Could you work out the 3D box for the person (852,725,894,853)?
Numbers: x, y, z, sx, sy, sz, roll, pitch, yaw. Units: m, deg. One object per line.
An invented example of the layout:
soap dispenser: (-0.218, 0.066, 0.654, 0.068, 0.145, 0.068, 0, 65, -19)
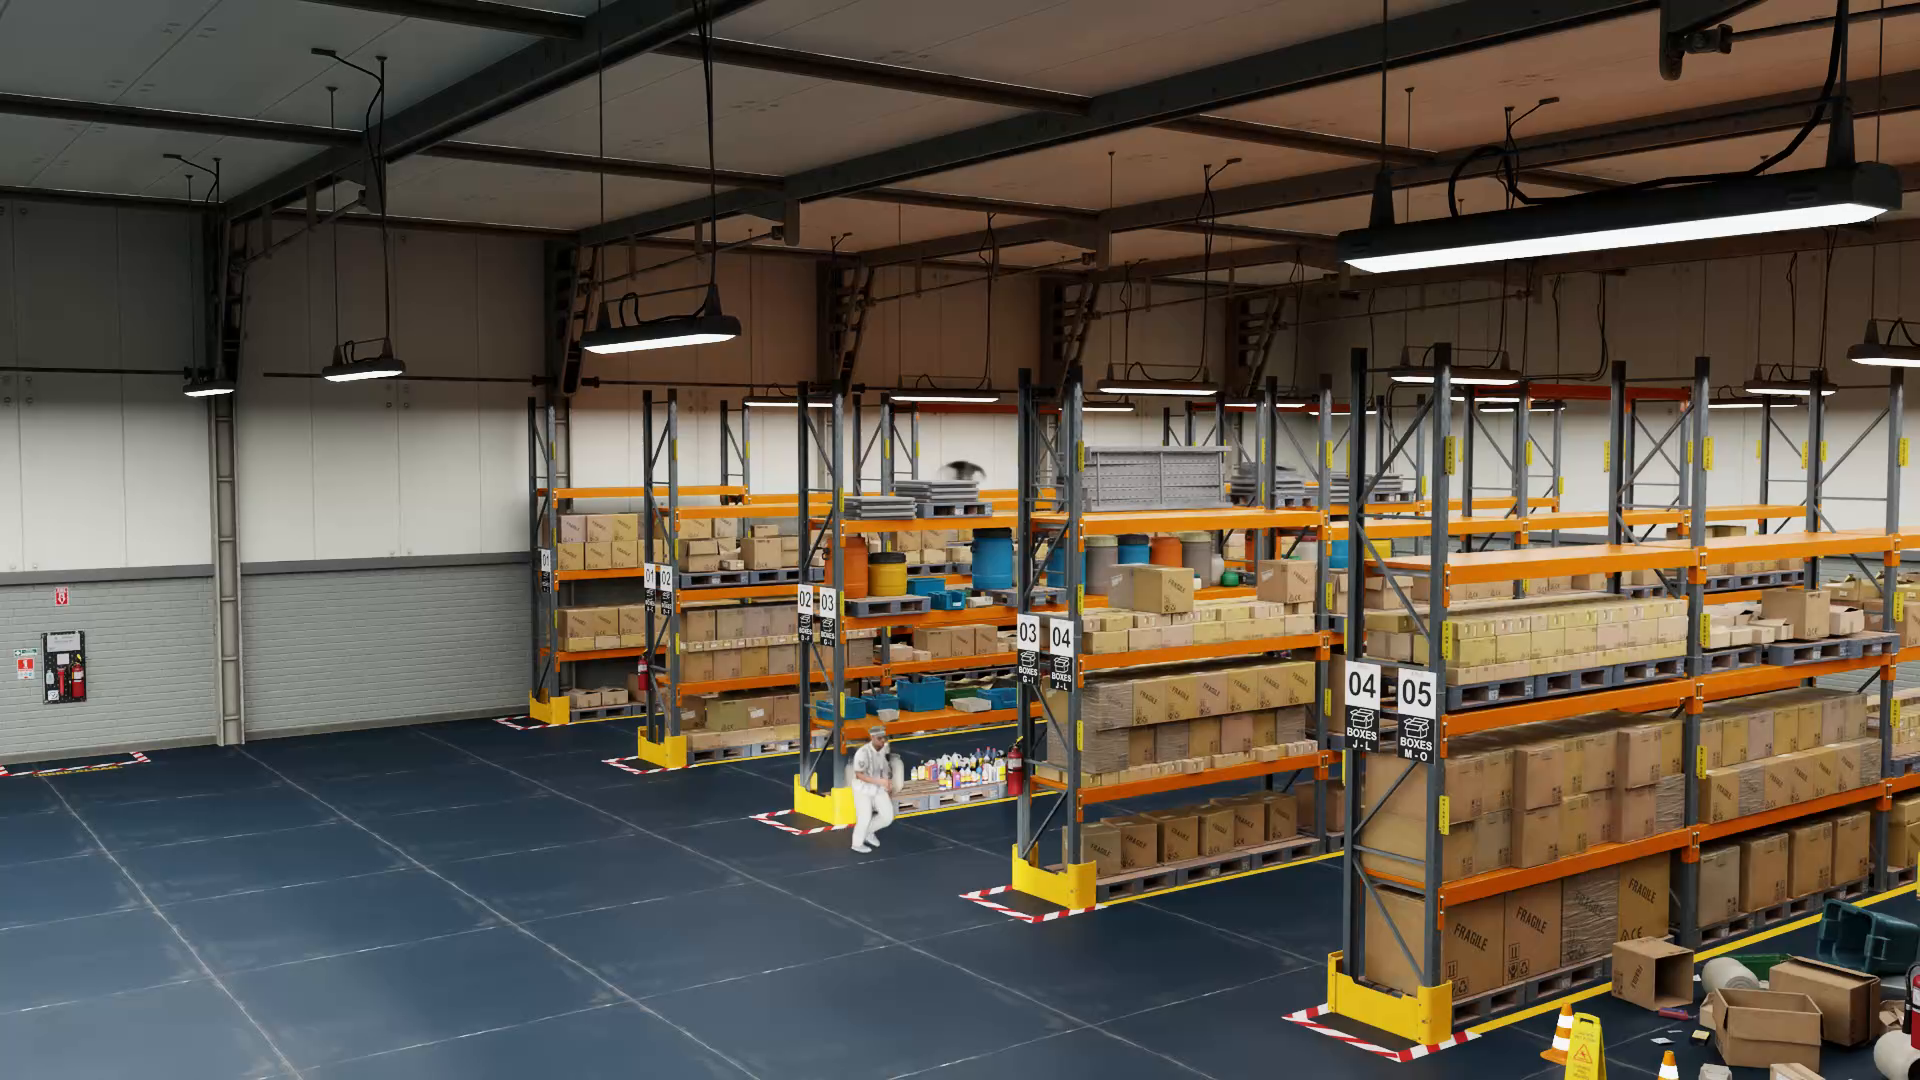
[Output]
person: (-1.074, 3.105, 20.763, 0.661, 1.653, 0.796, -3, 4, -40)
